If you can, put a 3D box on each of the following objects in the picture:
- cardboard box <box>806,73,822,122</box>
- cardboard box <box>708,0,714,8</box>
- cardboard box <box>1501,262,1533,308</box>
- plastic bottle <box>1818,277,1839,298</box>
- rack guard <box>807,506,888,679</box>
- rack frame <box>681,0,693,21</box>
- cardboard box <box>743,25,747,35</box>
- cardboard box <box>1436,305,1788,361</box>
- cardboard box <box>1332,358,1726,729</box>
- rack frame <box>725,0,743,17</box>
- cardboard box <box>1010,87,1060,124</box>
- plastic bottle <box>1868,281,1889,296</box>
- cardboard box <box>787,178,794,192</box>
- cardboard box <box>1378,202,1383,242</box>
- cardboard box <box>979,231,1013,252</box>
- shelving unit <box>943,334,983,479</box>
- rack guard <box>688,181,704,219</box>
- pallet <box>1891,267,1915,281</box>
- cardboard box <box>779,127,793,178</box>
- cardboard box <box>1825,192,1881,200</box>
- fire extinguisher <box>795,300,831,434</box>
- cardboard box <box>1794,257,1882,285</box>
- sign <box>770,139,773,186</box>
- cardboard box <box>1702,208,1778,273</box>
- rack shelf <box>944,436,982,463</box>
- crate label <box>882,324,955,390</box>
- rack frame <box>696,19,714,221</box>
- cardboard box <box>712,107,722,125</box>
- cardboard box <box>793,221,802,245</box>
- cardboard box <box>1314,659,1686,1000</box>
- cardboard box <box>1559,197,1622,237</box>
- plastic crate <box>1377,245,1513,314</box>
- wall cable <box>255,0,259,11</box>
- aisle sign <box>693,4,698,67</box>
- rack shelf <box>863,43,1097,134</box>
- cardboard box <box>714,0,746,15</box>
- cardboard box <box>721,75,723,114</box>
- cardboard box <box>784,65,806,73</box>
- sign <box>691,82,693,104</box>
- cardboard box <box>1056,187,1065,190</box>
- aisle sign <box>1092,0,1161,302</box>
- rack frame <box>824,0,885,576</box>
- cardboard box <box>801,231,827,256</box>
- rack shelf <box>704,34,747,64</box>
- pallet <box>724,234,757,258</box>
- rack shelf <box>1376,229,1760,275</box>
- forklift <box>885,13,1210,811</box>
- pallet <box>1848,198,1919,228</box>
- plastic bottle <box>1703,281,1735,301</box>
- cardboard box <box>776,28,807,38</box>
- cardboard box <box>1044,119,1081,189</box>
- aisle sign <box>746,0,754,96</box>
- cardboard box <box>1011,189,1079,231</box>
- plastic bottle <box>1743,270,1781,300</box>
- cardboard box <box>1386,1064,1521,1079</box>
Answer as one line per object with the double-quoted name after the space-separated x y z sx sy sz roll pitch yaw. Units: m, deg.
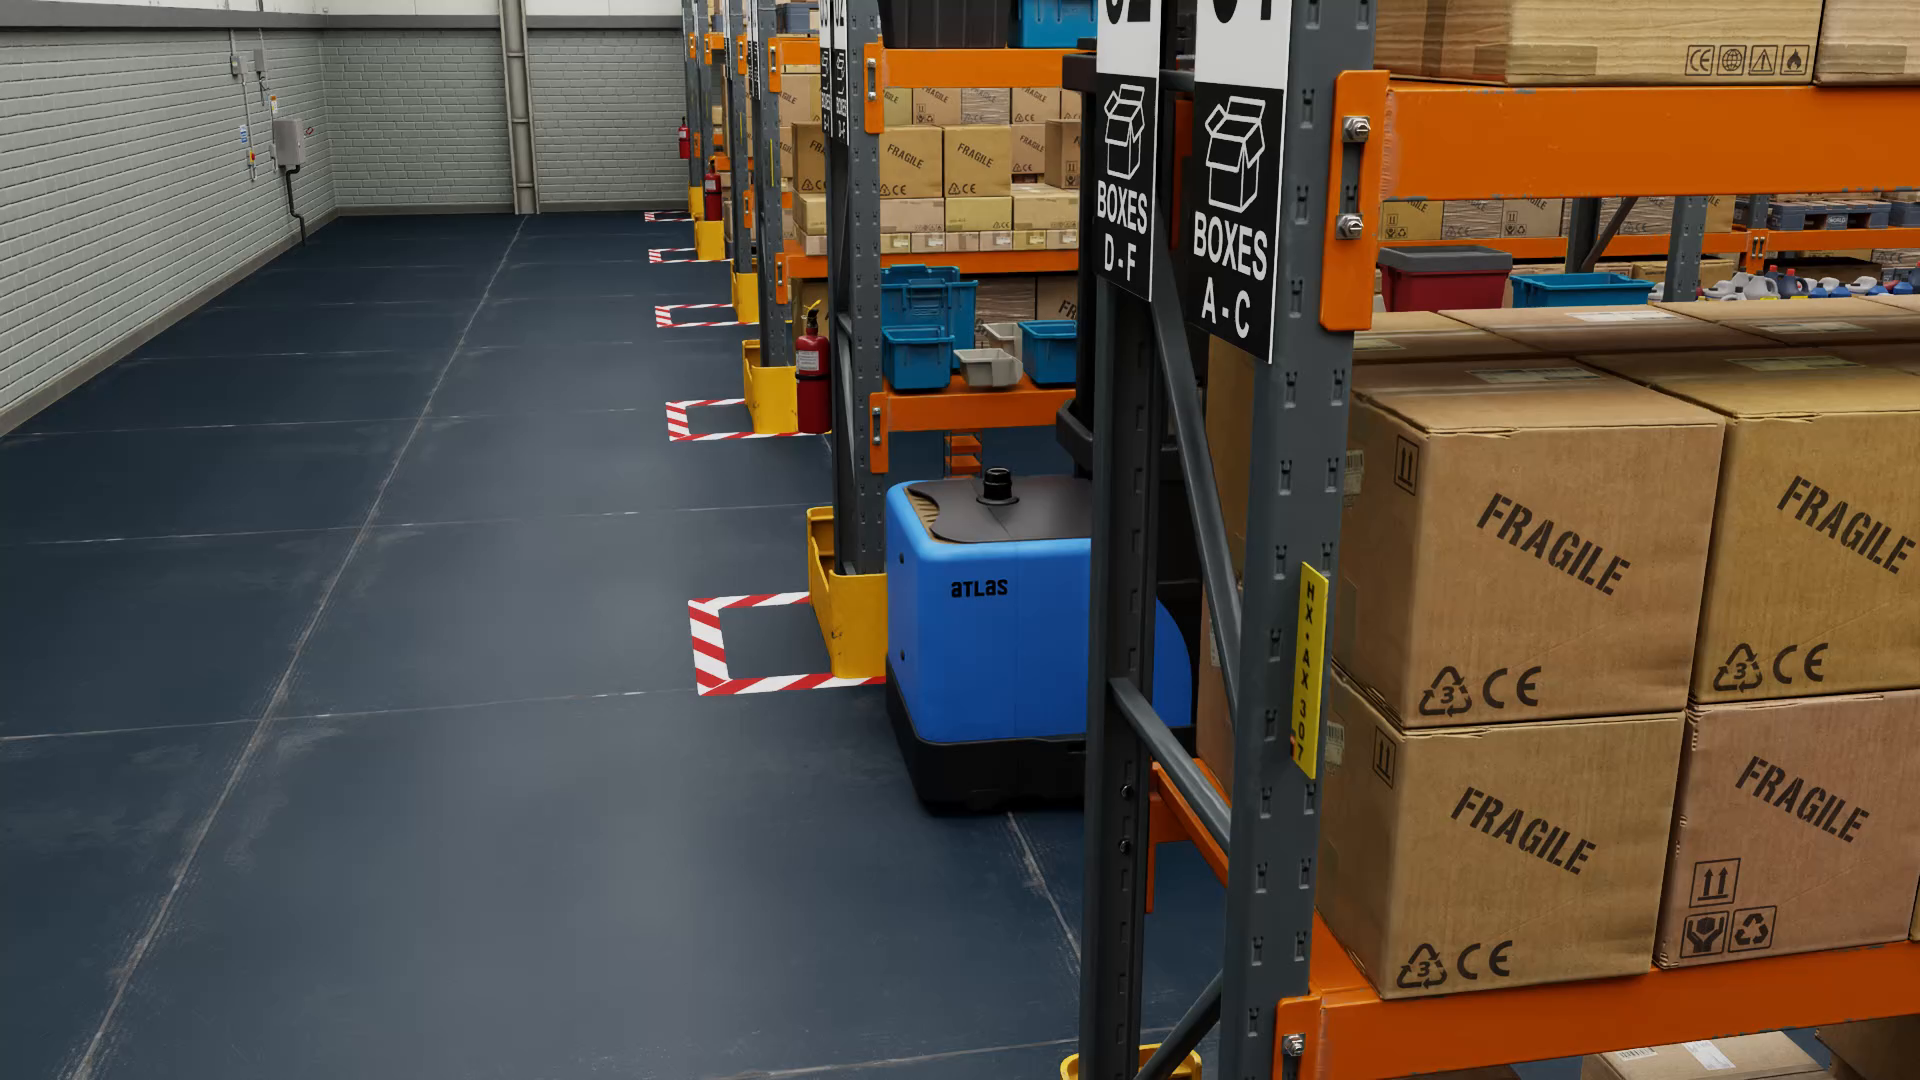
-1.298 -4.479 16.904 0.500 0.500 0.500 -3 17 -9 "cardboard box"
-3.783 -8.380 25.775 0.500 0.250 0.500 -3 17 -11 "cardboard box"
3.988 -1.896 13.780 0.875 0.875 1.225 -4 17 -12 "cardboard box"
4.737 -1.303 9.158 0.135 0.276 0.152 -3 17 -10 "plastic bottle"
-0.523 0.231 8.208 0.348 0.500 1.175 -3 17 -10 "rack guard"
-4.267 -9.552 25.585 0.127 3.000 1.000 -3 17 -10 "rack frame"
-3.402 -7.980 26.004 0.250 0.149 0.380 -3 17 -10 "cardboard box"
1.315 -0.199 3.477 0.500 0.500 0.500 -3 17 -9 "cardboard box"
0.920 -0.015 2.879 0.500 0.500 0.500 -3 17 -9 "cardboard box"
-2.283 -6.700 16.299 0.127 3.000 1.000 -3 17 -10 "rack frame"
0.728 -4.588 17.262 0.500 0.500 0.500 -4 17 -12 "cardboard box"
5.007 -1.279 9.087 0.097 0.271 0.097 0 17 0 "plastic bottle"
-1.661 -3.662 17.053 0.250 0.149 0.380 -3 17 -8 "cardboard box"
2.985 -2.621 13.066 0.500 0.500 0.500 -3 17 -10 "cardboard box"
0.232 -2.274 12.533 0.250 0.149 0.380 -3 17 -11 "cardboard box"
0.014 -0.574 9.638 0.189 1.200 0.258 -3 17 -10 "shelving unit"
-4.192 -5.494 26.846 0.348 0.500 1.175 -3 17 -10 "rack guard"
11.461 -3.256 20.054 1.213 0.211 1.003 -3 17 -10 "pallet"
-1.790 -3.968 16.944 0.500 0.500 0.500 -2 17 -8 "cardboard box"
7.465 -3.192 14.211 0.500 0.500 0.700 -1 17 -2 "cardboard box"
-0.736 -0.876 8.323 0.183 0.674 0.296 -3 17 -10 "fire extinguisher"
7.584 -2.295 14.405 0.500 0.250 0.500 -1 17 -4 "cardboard box"
-1.342 -2.688 11.845 0.005 0.325 0.100 -3 17 -10 "sign"
8.907 -3.565 19.428 0.750 0.750 1.050 -3 17 -11 "cardboard box"
0.014 -0.532 9.651 0.180 0.103 0.258 -3 17 -10 "rack shelf"
-0.197 -0.836 7.609 0.303 0.233 0.416 -3 17 -10 "crate label"
-3.321 -5.254 21.807 0.127 3.000 1.000 -3 17 -10 "rack frame"
-3.770 -6.702 26.273 0.500 0.250 0.500 -3 17 -10 "cardboard box"
-1.154 -2.391 12.917 0.250 0.149 0.380 -3 17 -9 "cardboard box"
0.920 0.463 3.026 0.500 0.500 0.500 -3 17 -9 "cardboard box"
4.976 -2.735 13.438 0.500 0.500 0.500 -4 17 -12 "cardboard box"
2.501 -1.274 8.638 0.583 0.464 0.402 -3 17 -10 "plastic crate"
-8.993 -7.940 20.337 0.029 3.000 2.355 -3 17 -10 "wall cable"
-3.451 -6.582 21.704 0.004 0.787 0.394 -3 17 -10 "aisle sign"
1.462 -2.170 7.885 4.000 0.370 1.077 -3 17 -10 "rack shelf"
-2.896 -6.915 21.479 0.500 0.250 0.500 -5 18 -16 "cardboard box"
-2.893 -5.875 21.957 0.500 0.500 0.500 -3 17 -9 "cardboard box"
-2.144 -6.066 21.474 0.250 0.149 0.380 -4 17 -12 "cardboard box"
-4.163 -6.942 25.829 0.005 0.325 0.100 -3 17 -10 "sign"
0.978 -2.683 13.186 0.500 0.250 0.500 -3 17 -9 "cardboard box"
0.309 -0.868 3.101 0.004 0.787 0.394 -3 17 -10 "aisle sign"
-0.502 -0.969 7.857 0.127 3.000 1.000 -3 17 -10 "rack frame"
-1.030 -2.201 12.298 0.250 0.149 0.380 -3 17 -10 "cardboard box"
-1.358 -6.455 21.835 4.000 0.370 1.077 -3 17 -10 "rack shelf"
-2.551 -3.988 22.435 1.213 0.211 1.003 -3 17 -10 "pallet"
4.450 -2.387 13.700 4.000 0.370 1.077 -3 17 -10 "rack shelf"
1.247 -0.559 6.639 3.031 2.935 1.130 -3 17 -10 "forklift"
8.349 -2.873 14.383 1.213 0.211 1.003 -3 17 -10 "pallet"
4.110 -1.268 9.042 0.135 0.276 0.152 -3 17 -10 "plastic bottle"
-1.794 -5.146 16.603 0.500 0.250 0.500 -3 17 -8 "cardboard box"
0.972 -3.040 13.072 0.500 0.500 0.500 -4 17 -12 "cardboard box"
-1.569 -3.722 12.393 0.004 0.787 0.394 -3 17 -10 "aisle sign"
0.596 -2.505 12.606 0.500 0.250 0.500 -4 17 -12 "cardboard box"
4.293 -1.272 8.929 0.185 0.351 0.144 -3 17 -10 "plastic bottle"
0.921 1.343 3.840 0.500 0.500 0.500 -3 17 -10 "cardboard box"
